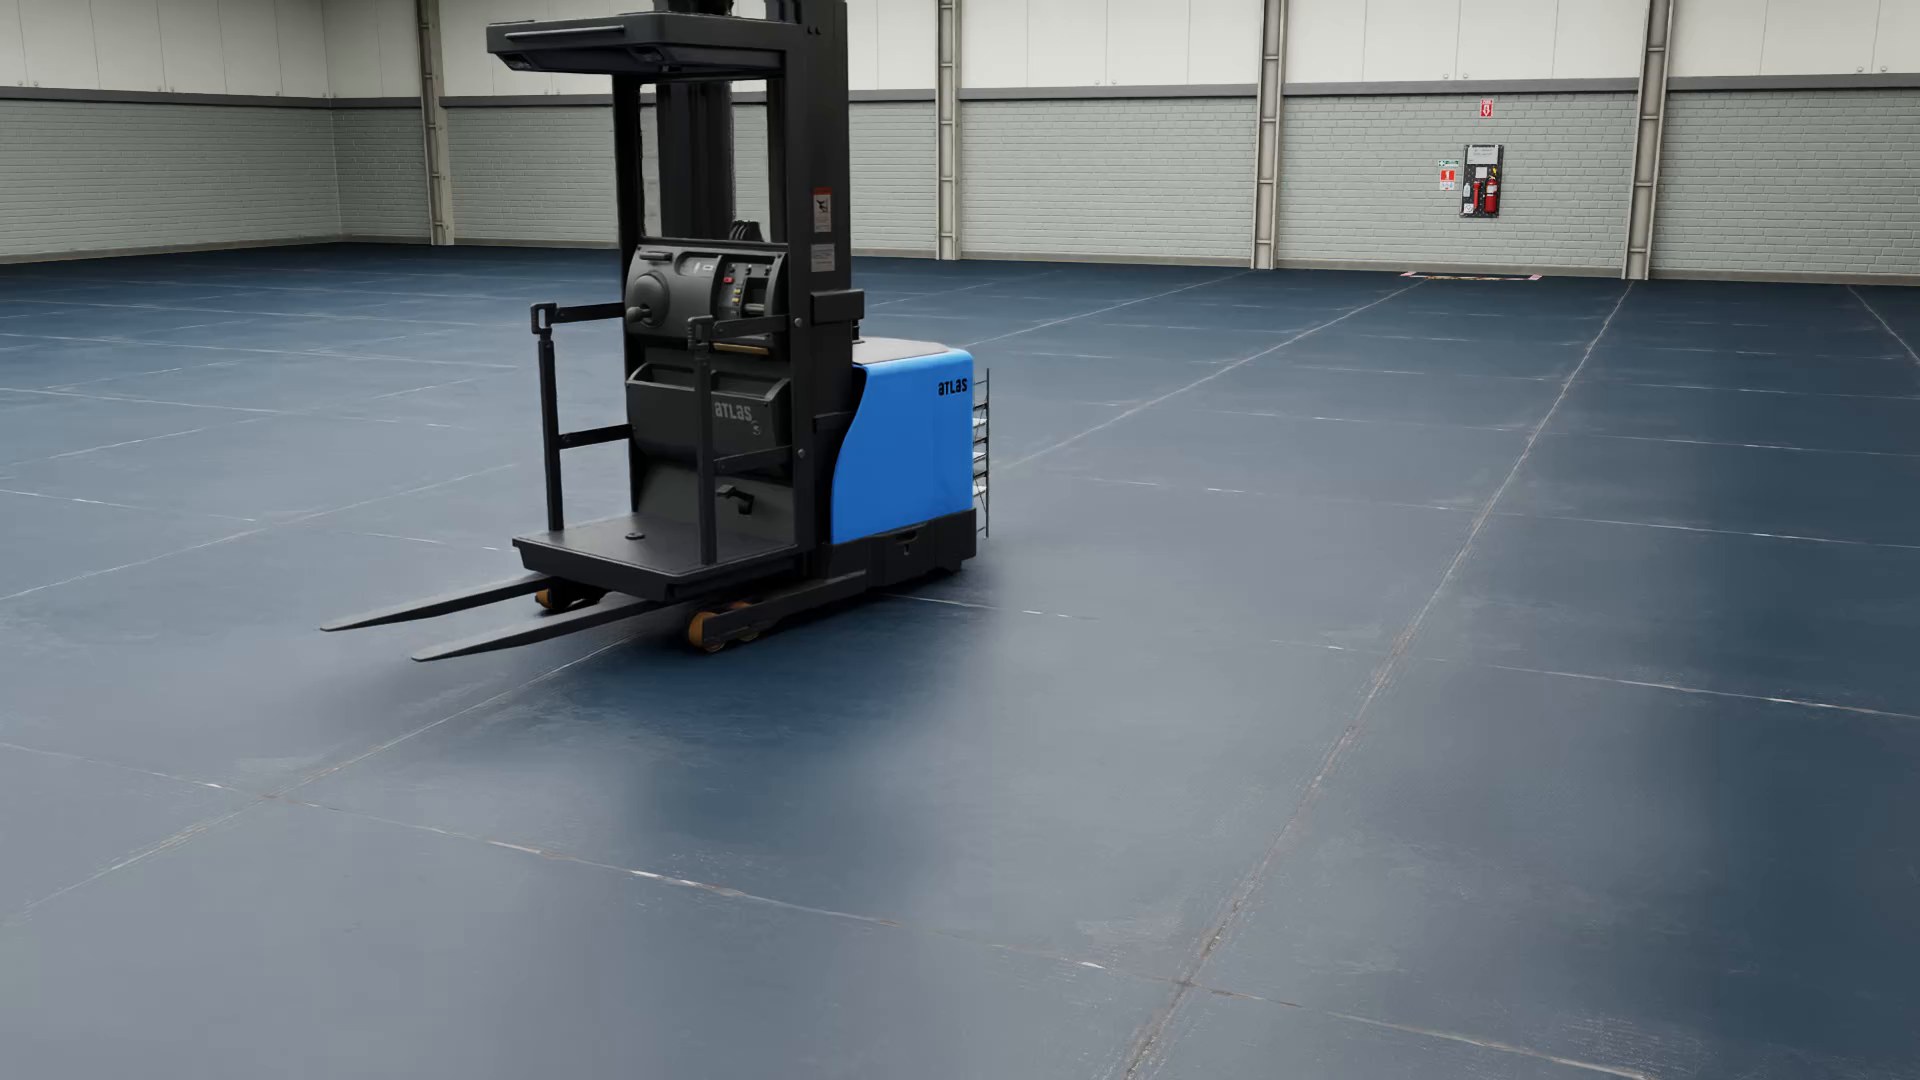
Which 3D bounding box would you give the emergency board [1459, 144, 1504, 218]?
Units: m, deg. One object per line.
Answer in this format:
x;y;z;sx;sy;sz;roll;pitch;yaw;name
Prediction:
8.519;-5.863;27.176;0.643;1.169;0.194;6;14;23;emergency board

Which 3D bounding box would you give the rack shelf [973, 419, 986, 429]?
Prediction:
0.007;-0.580;8.615;0.200;0.077;0.258;6;14;23;rack shelf

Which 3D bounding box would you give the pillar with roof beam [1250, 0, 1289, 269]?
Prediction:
3.533;-8.203;24.016;0.400;9.000;9.100;6;14;23;pillar with roof beam

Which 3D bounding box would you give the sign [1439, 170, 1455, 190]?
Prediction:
8.055;-5.953;27.482;0.234;0.329;0.001;6;14;23;sign

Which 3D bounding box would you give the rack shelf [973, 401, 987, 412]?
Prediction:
0.007;-0.668;8.595;0.200;0.077;0.258;6;14;23;rack shelf

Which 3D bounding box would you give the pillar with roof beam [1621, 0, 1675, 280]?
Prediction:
9.019;-7.648;21.650;0.400;9.000;9.100;6;14;23;pillar with roof beam

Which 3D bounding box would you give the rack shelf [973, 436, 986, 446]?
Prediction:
0.007;-0.493;8.636;0.200;0.077;0.258;6;14;23;rack shelf

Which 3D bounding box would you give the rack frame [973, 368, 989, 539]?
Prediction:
0.100;-0.428;8.609;0.006;0.900;0.240;6;14;23;rack frame

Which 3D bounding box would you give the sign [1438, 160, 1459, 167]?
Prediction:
8.056;-6.209;27.412;0.331;0.109;0.001;6;14;23;sign

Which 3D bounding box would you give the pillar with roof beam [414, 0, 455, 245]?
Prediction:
-12.924;-9.869;31.114;0.400;9.000;9.100;6;14;23;pillar with roof beam

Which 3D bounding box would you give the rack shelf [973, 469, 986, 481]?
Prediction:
0.007;-0.317;8.677;0.200;0.077;0.258;6;14;23;rack shelf

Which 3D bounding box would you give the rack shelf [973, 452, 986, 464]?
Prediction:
0.007;-0.405;8.656;0.200;0.077;0.258;6;14;23;rack shelf

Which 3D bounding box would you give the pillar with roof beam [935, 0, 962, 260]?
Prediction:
-1.953;-8.758;26.382;0.400;9.000;9.100;6;14;23;pillar with roof beam

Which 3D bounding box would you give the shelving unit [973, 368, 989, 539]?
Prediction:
0.007;-0.437;8.649;0.210;0.900;0.258;6;14;23;shelving unit

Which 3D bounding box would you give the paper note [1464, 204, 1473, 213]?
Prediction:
8.385;-5.465;27.408;0.142;0.148;0.016;6;14;23;paper note

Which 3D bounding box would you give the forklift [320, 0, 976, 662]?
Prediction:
-1.238;-1.096;7.009;1.130;2.935;3.031;10;17;38;forklift

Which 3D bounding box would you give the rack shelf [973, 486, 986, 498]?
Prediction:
0.007;-0.230;8.698;0.200;0.077;0.258;6;14;23;rack shelf

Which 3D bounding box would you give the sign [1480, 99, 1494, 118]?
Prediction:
8.552;-7.013;27.003;0.199;0.298;0.001;6;14;23;sign
